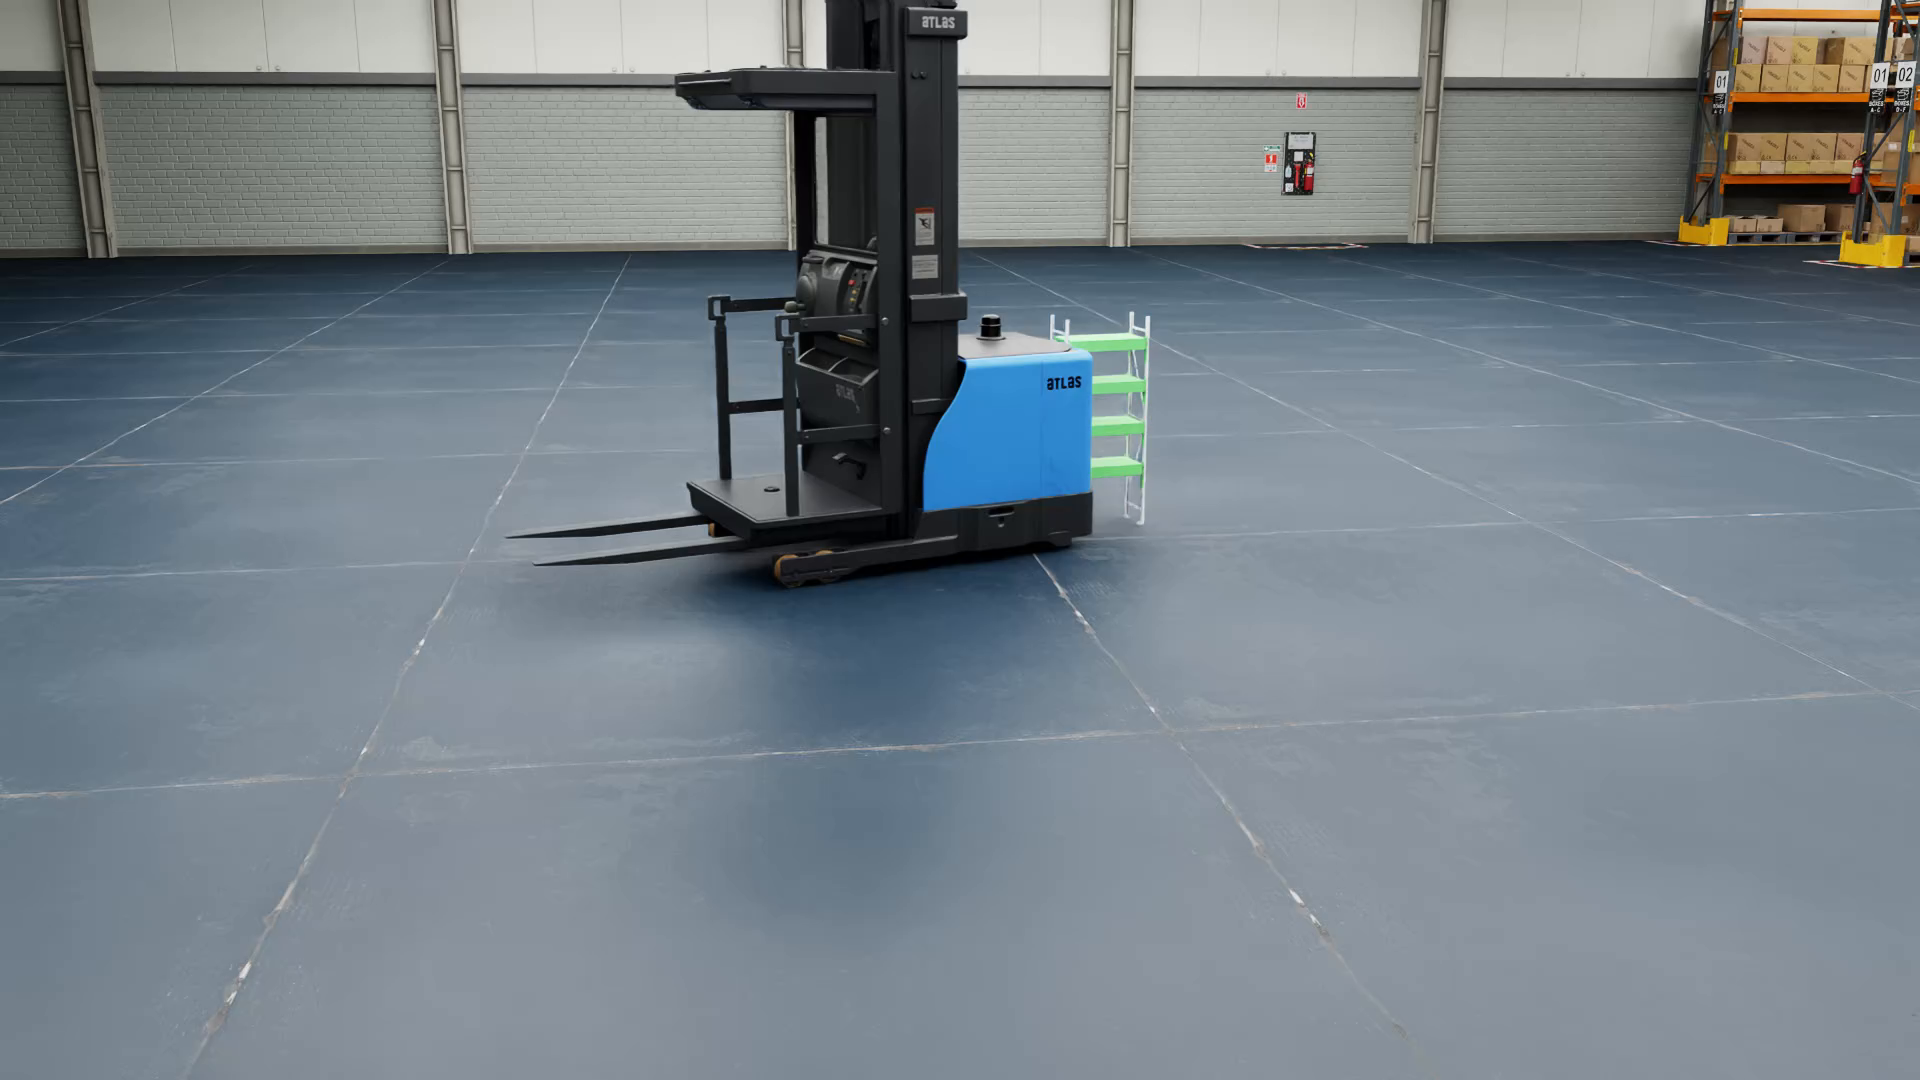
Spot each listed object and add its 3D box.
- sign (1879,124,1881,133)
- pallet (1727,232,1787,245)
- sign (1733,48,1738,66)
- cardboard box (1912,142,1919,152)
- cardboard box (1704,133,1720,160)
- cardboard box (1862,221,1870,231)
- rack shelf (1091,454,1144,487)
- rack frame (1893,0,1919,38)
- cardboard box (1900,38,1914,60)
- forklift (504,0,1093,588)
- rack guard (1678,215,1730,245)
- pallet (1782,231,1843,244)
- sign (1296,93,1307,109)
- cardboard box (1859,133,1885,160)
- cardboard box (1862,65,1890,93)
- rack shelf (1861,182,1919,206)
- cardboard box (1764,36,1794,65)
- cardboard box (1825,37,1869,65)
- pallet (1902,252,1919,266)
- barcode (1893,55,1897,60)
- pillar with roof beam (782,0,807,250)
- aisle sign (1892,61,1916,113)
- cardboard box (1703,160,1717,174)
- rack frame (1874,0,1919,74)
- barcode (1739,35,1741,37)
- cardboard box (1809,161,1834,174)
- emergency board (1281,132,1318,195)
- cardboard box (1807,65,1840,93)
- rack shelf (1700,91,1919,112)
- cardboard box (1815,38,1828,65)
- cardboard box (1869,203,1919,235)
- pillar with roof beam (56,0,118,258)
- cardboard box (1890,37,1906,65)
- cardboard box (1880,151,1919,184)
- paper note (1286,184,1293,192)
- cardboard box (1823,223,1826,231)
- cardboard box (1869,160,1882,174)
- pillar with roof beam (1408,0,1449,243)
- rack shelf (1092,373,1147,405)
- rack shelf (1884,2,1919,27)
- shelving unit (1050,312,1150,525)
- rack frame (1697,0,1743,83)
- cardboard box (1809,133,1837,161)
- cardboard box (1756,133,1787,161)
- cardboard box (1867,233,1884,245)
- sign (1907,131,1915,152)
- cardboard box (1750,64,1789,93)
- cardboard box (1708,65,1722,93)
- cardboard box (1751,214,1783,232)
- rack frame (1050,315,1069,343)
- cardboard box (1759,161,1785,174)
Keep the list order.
[{"bbox_3d":[18.153,-8.040,32.773,0.005,0.325,0.100,-2,14,-8],"label":"sign"},{"bbox_3d":[15.168,-5.871,32.238,1.213,0.211,1.003,-2,14,-8],"label":"pallet"},{"bbox_3d":[14.365,-8.949,30.813,0.005,0.325,0.100,-2,14,-8],"label":"sign"},{"bbox_3d":[15.446,-6.334,26.813,0.250,0.149,0.380,-2,14,-9],"label":"cardboard box"},{"bbox_3d":[14.719,-7.569,32.001,0.500,0.500,0.500,-2,14,-9],"label":"cardboard box"},{"bbox_3d":[17.715,-6.158,32.567,0.250,0.166,0.380,-4,15,-16],"label":"cardboard box"},{"bbox_3d":[0.789,-0.385,9.578,0.480,0.148,0.258,-5,15,-18],"label":"rack shelf"},{"bbox_3d":[18.240,-10.255,31.652,0.127,3.000,1.000,-2,14,-8],"label":"rack frame"},{"bbox_3d":[15.595,-7.805,26.687,0.637,0.503,0.797,-1,14,-4],"label":"cardboard box"},{"bbox_3d":[-0.823,-1.329,8.535,3.031,2.935,1.130,-7,16,-26],"label":"forklift"},{"bbox_3d":[14.359,-5.990,32.119,0.348,0.500,1.175,-2,14,-8],"label":"rack guard"},{"bbox_3d":[16.372,-5.915,32.411,1.213,0.211,1.003,-2,14,-8],"label":"pallet"},{"bbox_3d":[6.442,-8.284,31.360,0.199,0.298,0.001,-2,14,-8],"label":"sign"},{"bbox_3d":[17.326,-7.535,31.864,0.500,0.500,0.500,-2,14,-9],"label":"cardboard box"},{"bbox_3d":[17.275,-8.765,31.632,0.500,0.500,0.500,-3,14,-13],"label":"cardboard box"},{"bbox_3d":[17.004,-5.732,27.430,4.000,0.370,1.077,-2,14,-8],"label":"rack shelf"},{"bbox_3d":[15.205,-9.160,31.150,0.500,0.500,0.500,-2,14,-9],"label":"cardboard box"},{"bbox_3d":[16.729,-9.216,31.374,0.500,0.500,0.500,-3,14,-10],"label":"cardboard box"},{"bbox_3d":[15.776,-4.694,27.543,1.213,0.211,1.003,-2,14,-8],"label":"pallet"},{"bbox_3d":[15.253,-7.872,27.124,0.075,0.075,0.001,-2,14,-8],"label":"barcode"},{"bbox_3d":[-2.310,-8.656,25.275,0.400,9.000,9.100,-2,14,-8],"label":"pillar with roof beam"},{"bbox_3d":[15.007,-7.194,26.434,0.004,0.787,0.394,-2,14,-8],"label":"aisle sign"},{"bbox_3d":[14.718,-7.201,32.074,0.500,0.250,0.500,-2,14,-7],"label":"cardboard box"},{"bbox_3d":[15.026,-8.919,26.324,0.127,3.000,1.000,-2,14,-8],"label":"rack frame"},{"bbox_3d":[14.912,-9.626,31.815,0.075,0.075,0.001,-2,14,-8],"label":"barcode"},{"bbox_3d":[16.330,-7.135,31.814,0.500,0.250,0.500,-2,14,-8],"label":"cardboard box"},{"bbox_3d":[6.465,-7.136,31.548,0.643,1.169,0.194,-2,14,-8],"label":"emergency board"},{"bbox_3d":[16.228,-8.720,31.453,0.500,0.500,0.500,-1,14,-5],"label":"cardboard box"},{"bbox_3d":[16.262,-8.379,31.816,4.000,0.370,1.077,-2,14,-8],"label":"rack shelf"},{"bbox_3d":[16.199,-9.328,31.821,0.500,0.500,0.500,-2,14,-8],"label":"cardboard box"},{"bbox_3d":[15.512,-5.333,27.609,0.500,0.500,0.500,-2,14,-8],"label":"cardboard box"},{"bbox_3d":[-14.176,-8.221,23.541,0.400,9.000,9.100,-2,14,-8],"label":"pillar with roof beam"},{"bbox_3d":[17.785,-9.260,31.549,0.500,0.500,0.500,-3,14,-13],"label":"cardboard box"},{"bbox_3d":[15.490,-6.071,27.097,0.500,0.500,0.700,-2,14,-8],"label":"cardboard box"},{"bbox_3d":[6.280,-6.719,31.695,0.142,0.148,0.016,-2,14,-8],"label":"paper note"},{"bbox_3d":[16.655,-6.123,32.464,0.250,0.149,0.380,-3,14,-13],"label":"cardboard box"},{"bbox_3d":[17.323,-7.176,31.975,0.500,0.250,0.500,-2,14,-8],"label":"cardboard box"},{"bbox_3d":[9.556,-9.091,27.009,0.400,9.000,9.100,-2,14,-8],"label":"pillar with roof beam"},{"bbox_3d":[0.789,-0.850,9.461,0.480,0.148,0.258,-5,15,-18],"label":"rack shelf"},{"bbox_3d":[17.004,-8.448,26.749,4.000,0.370,1.077,-2,14,-8],"label":"rack shelf"},{"bbox_3d":[0.789,-0.680,9.504,0.503,1.200,0.258,-5,15,-18],"label":"shelving unit"},{"bbox_3d":[14.284,-10.110,31.074,0.127,3.000,1.000,-2,14,-8],"label":"rack frame"},{"bbox_3d":[16.312,-7.500,31.726,0.500,0.500,0.500,-2,14,-7],"label":"cardboard box"},{"bbox_3d":[15.291,-7.461,31.571,0.500,0.500,0.500,-2,14,-8],"label":"cardboard box"},{"bbox_3d":[15.512,-4.969,27.698,0.500,0.250,0.500,-2,14,-8],"label":"cardboard box"},{"bbox_3d":[15.103,-6.333,26.405,0.005,0.325,0.100,-2,14,-8],"label":"sign"},{"bbox_3d":[15.189,-8.676,31.277,0.500,0.500,0.500,-1,14,-5],"label":"cardboard box"},{"bbox_3d":[14.659,-8.789,31.728,0.500,0.500,0.500,-1,14,-4],"label":"cardboard box"},{"bbox_3d":[15.546,-6.133,32.174,0.500,0.311,0.500,-1,14,-4],"label":"cardboard box"},{"bbox_3d":[0.558,-0.660,9.427,0.015,1.200,0.240,-5,15,-18],"label":"rack frame"},{"bbox_3d":[15.326,-7.101,31.675,0.500,0.250,0.500,-3,14,-10],"label":"cardboard box"}]
